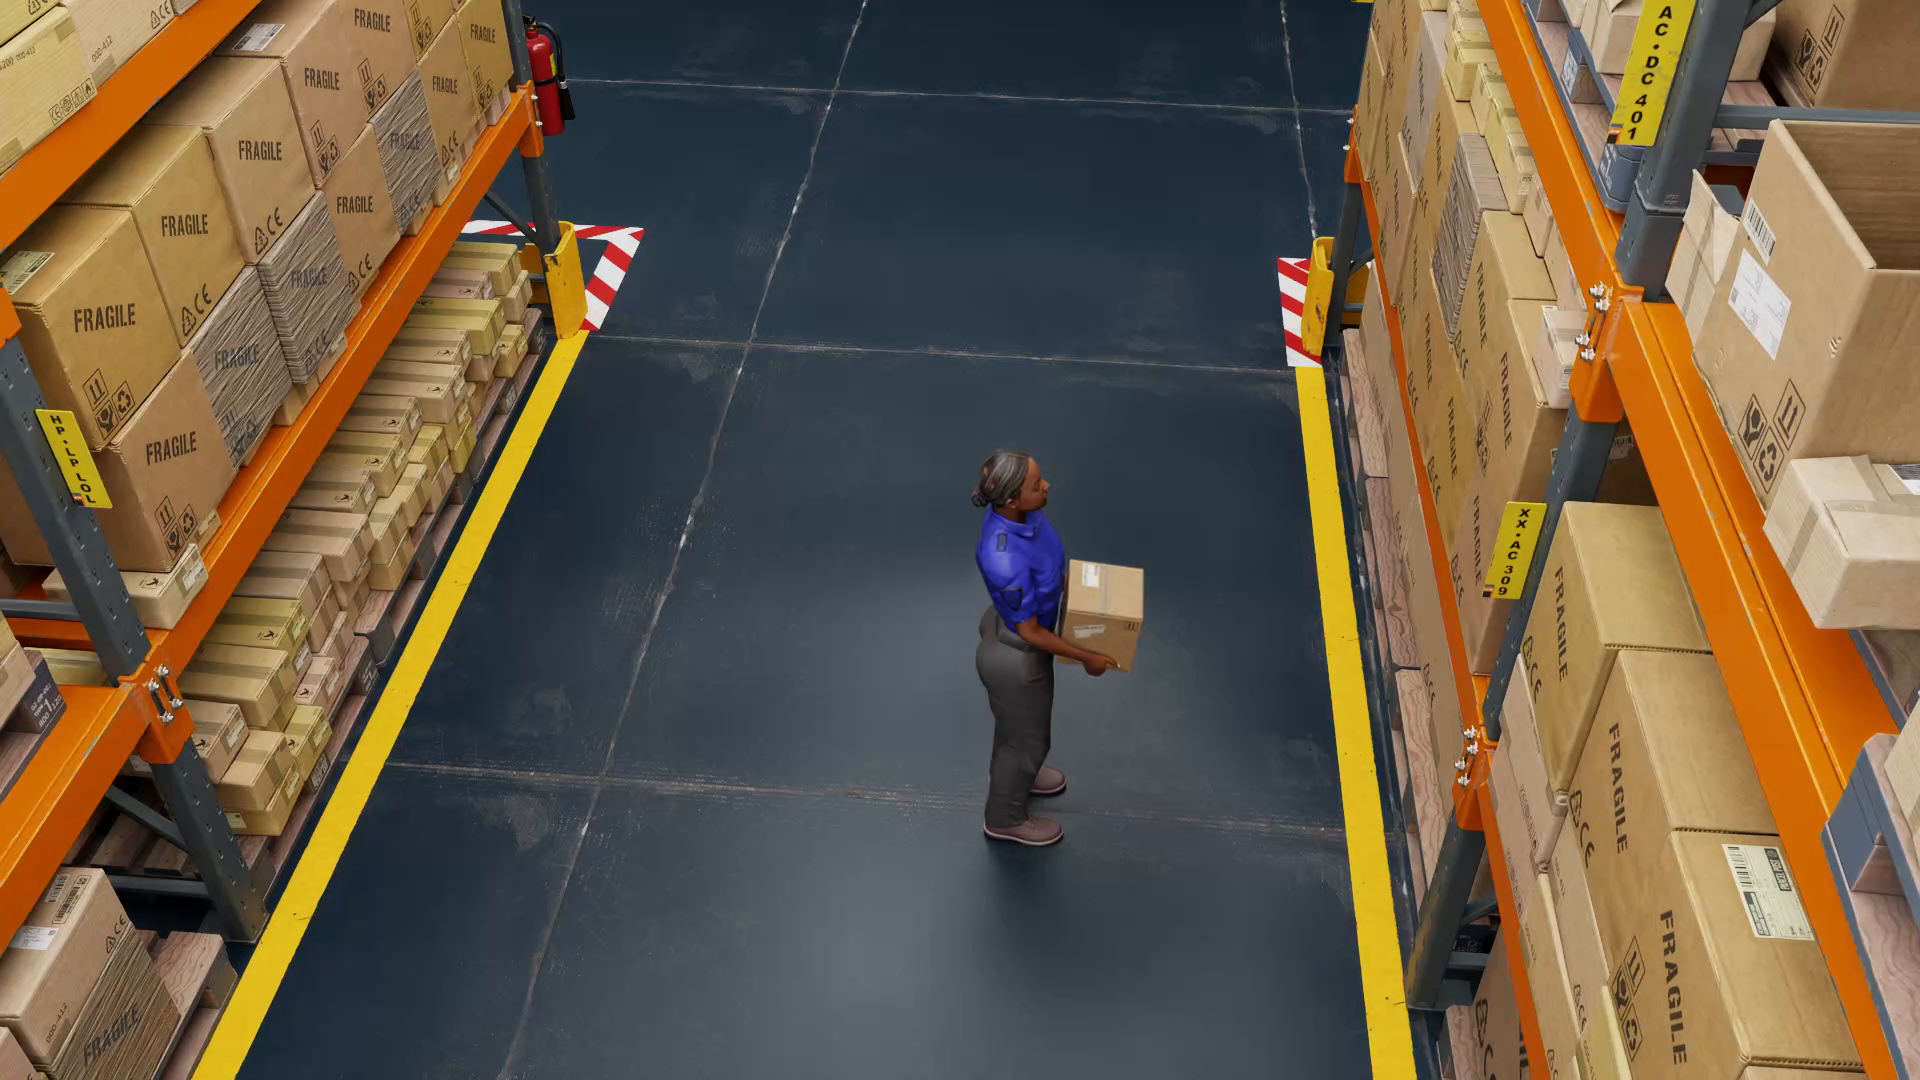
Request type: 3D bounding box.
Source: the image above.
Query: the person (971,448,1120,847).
[{"bbox_3d":[0.291,0.376,5.724,0.514,1.646,0.449,3,40,4],"label":"person"}]
